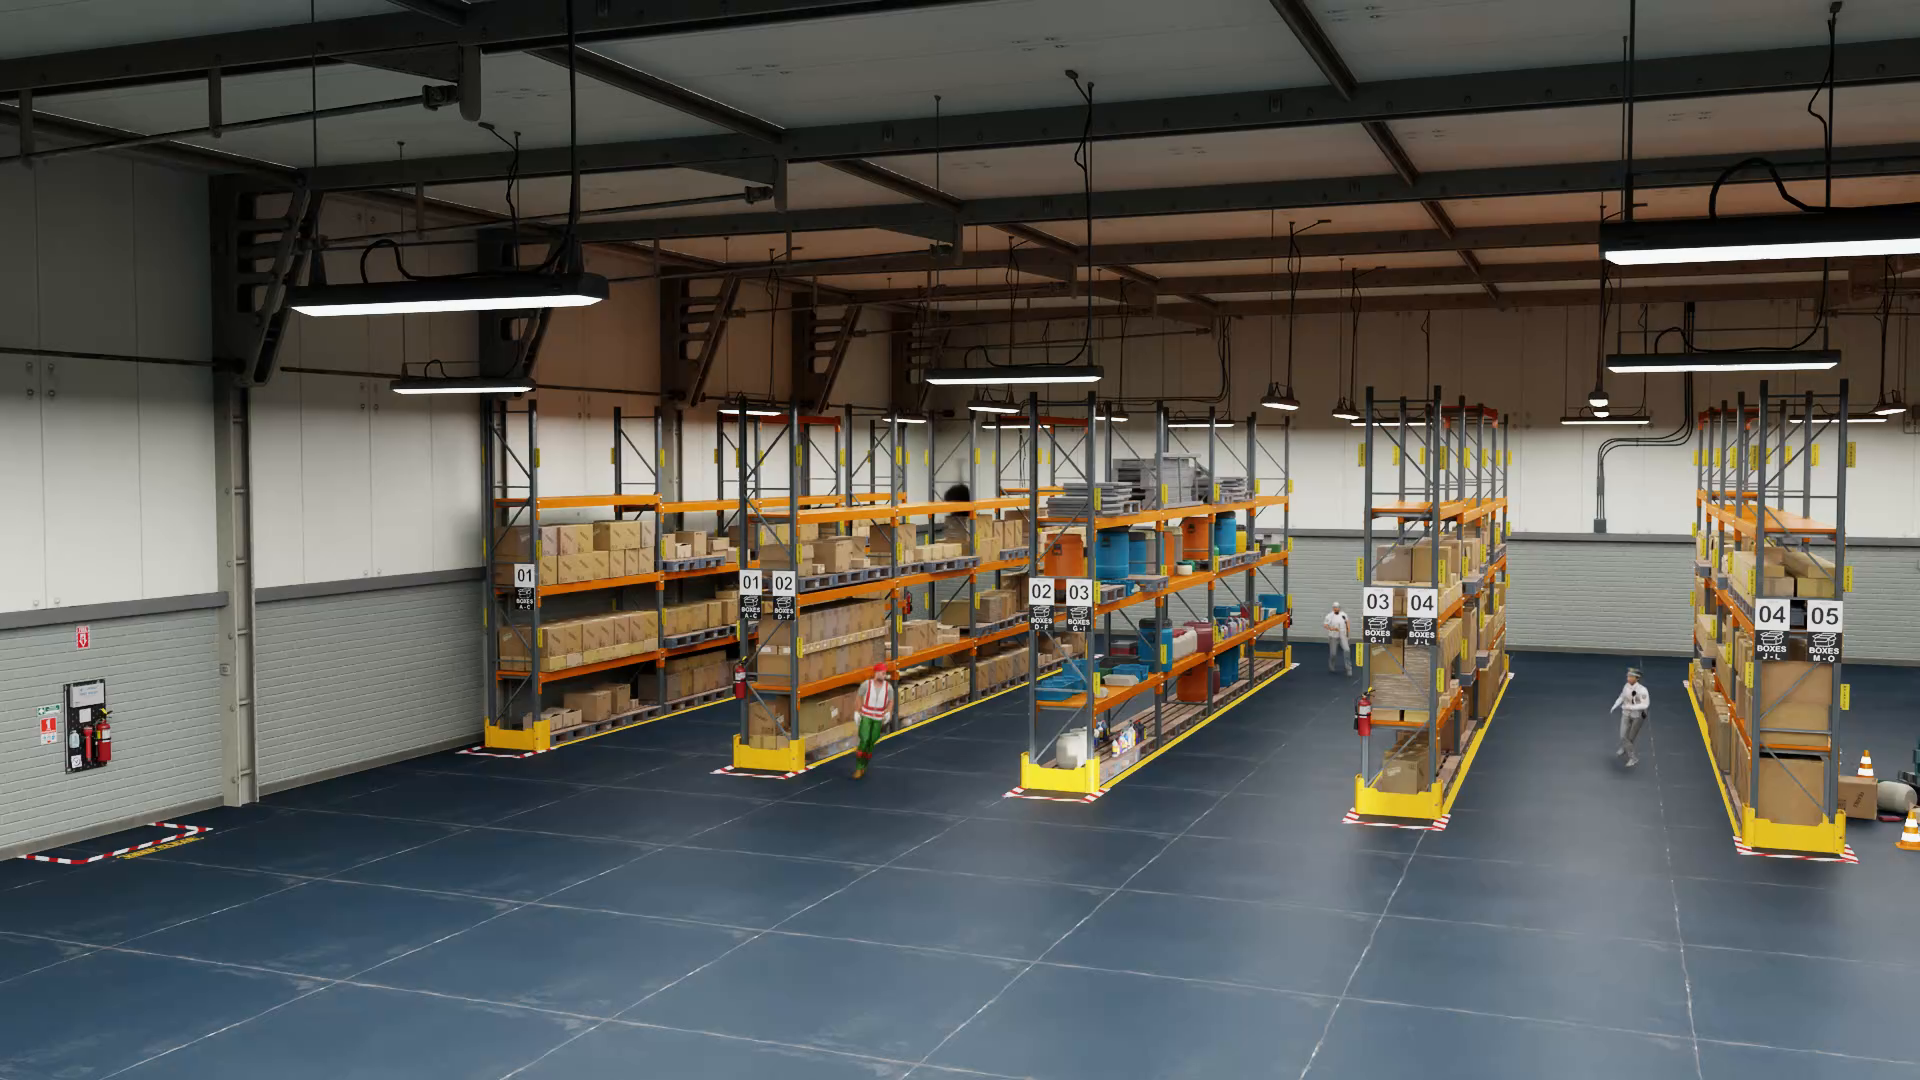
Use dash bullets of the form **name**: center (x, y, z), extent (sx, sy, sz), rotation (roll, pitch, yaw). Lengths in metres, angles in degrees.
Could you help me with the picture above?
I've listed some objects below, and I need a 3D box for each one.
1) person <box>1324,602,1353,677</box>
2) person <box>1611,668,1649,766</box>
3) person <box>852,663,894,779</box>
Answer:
- **person**: center (8.747, 2.280, 38.537), extent (0.616, 1.695, 0.873), rotation (0, 3, 2)
- **person**: center (11.000, 2.877, 27.209), extent (0.637, 1.630, 0.710), rotation (-3, 4, -42)
- **person**: center (-1.380, 2.815, 26.138), extent (0.731, 1.754, 0.619), rotation (-1, 3, -15)
